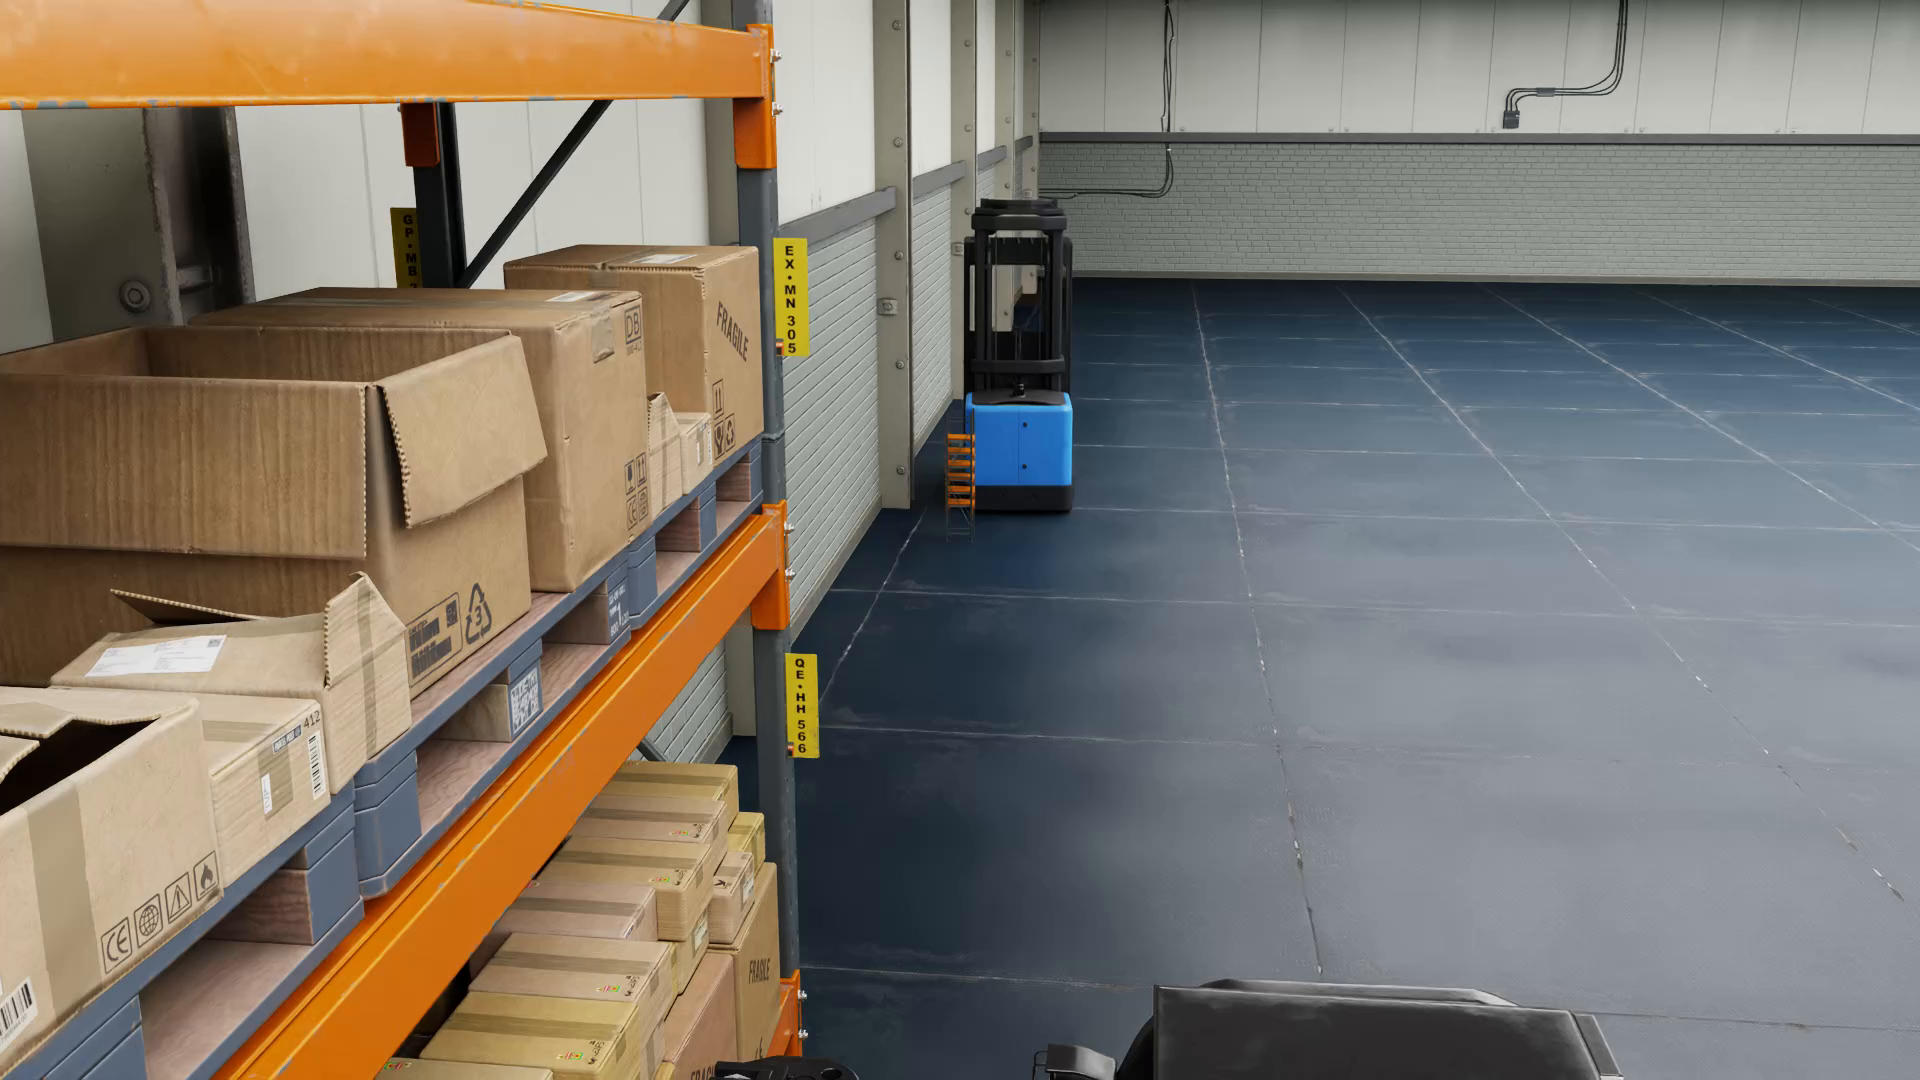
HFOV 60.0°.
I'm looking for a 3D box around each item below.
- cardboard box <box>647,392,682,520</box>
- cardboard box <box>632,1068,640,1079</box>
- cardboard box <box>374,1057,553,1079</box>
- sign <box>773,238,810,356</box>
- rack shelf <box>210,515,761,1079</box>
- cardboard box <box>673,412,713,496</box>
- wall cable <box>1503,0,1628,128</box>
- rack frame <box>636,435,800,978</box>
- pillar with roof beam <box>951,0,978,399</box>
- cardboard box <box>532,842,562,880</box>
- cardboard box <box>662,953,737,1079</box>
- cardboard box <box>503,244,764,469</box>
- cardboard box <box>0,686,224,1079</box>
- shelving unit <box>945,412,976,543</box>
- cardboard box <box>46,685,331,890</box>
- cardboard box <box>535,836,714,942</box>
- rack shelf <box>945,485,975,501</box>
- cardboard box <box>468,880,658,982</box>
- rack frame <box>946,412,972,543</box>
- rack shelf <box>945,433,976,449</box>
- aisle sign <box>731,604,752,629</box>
[{"bbox_3d":[-0.828,-0.199,3.665,0.396,0.266,0.258,2,15,6],"label":"cardboard box"},{"bbox_3d":[-0.889,1.216,3.484,0.380,0.149,0.250,2,15,7],"label":"cardboard box"},{"bbox_3d":[-1.006,1.138,3.203,0.380,0.149,0.250,2,15,7],"label":"cardboard box"},{"bbox_3d":[-0.470,-0.672,4.609,0.100,0.325,0.005,2,15,6],"label":"sign"},{"bbox_3d":[-1.233,0.435,2.927,0.919,0.052,3.809,2,15,6],"label":"rack shelf"},{"bbox_3d":[-0.799,-0.208,3.924,0.380,0.149,0.250,1,15,5],"label":"cardboard box"},{"bbox_3d":[12.481,-11.460,33.789,2.305,6.003,0.169,2,15,6],"label":"wall cable"},{"bbox_3d":[-1.008,1.146,5.178,1.000,3.000,0.127,2,15,6],"label":"rack frame"},{"bbox_3d":[4.327,-6.138,20.621,9.100,9.000,0.400,2,15,6],"label":"pillar with roof beam"},{"bbox_3d":[-1.268,0.931,4.540,0.380,0.149,0.250,2,15,6],"label":"cardboard box"},{"bbox_3d":[-0.870,1.367,4.168,0.500,0.500,0.500,2,15,8],"label":"cardboard box"},{"bbox_3d":[-0.815,-0.479,4.255,0.500,0.500,0.500,2,15,8],"label":"cardboard box"},{"bbox_3d":[-1.123,0.319,1.665,0.500,0.311,0.500,2,15,7],"label":"cardboard box"},{"bbox_3d":[1.505,2.026,4.223,5.752,1.800,21.905,2,15,6],"label":"shelving unit"},{"bbox_3d":[-1.020,0.299,2.049,0.380,0.149,0.250,2,15,8],"label":"cardboard box"},{"bbox_3d":[-0.838,0.873,4.181,0.380,0.149,0.250,2,15,8],"label":"cardboard box"},{"bbox_3d":[0.002,-0.424,15.062,0.258,0.103,0.180,2,15,6],"label":"rack shelf"},{"bbox_3d":[-0.940,0.936,3.951,0.380,0.149,0.250,2,15,7],"label":"cardboard box"},{"bbox_3d":[-0.009,-0.559,14.932,0.240,1.200,0.006,2,15,6],"label":"rack frame"},{"bbox_3d":[0.002,-0.888,14.937,0.258,0.103,0.180,2,15,6],"label":"rack shelf"},{"bbox_3d":[-0.708,-0.118,4.870,0.394,0.787,0.004,2,15,6],"label":"aisle sign"}]
